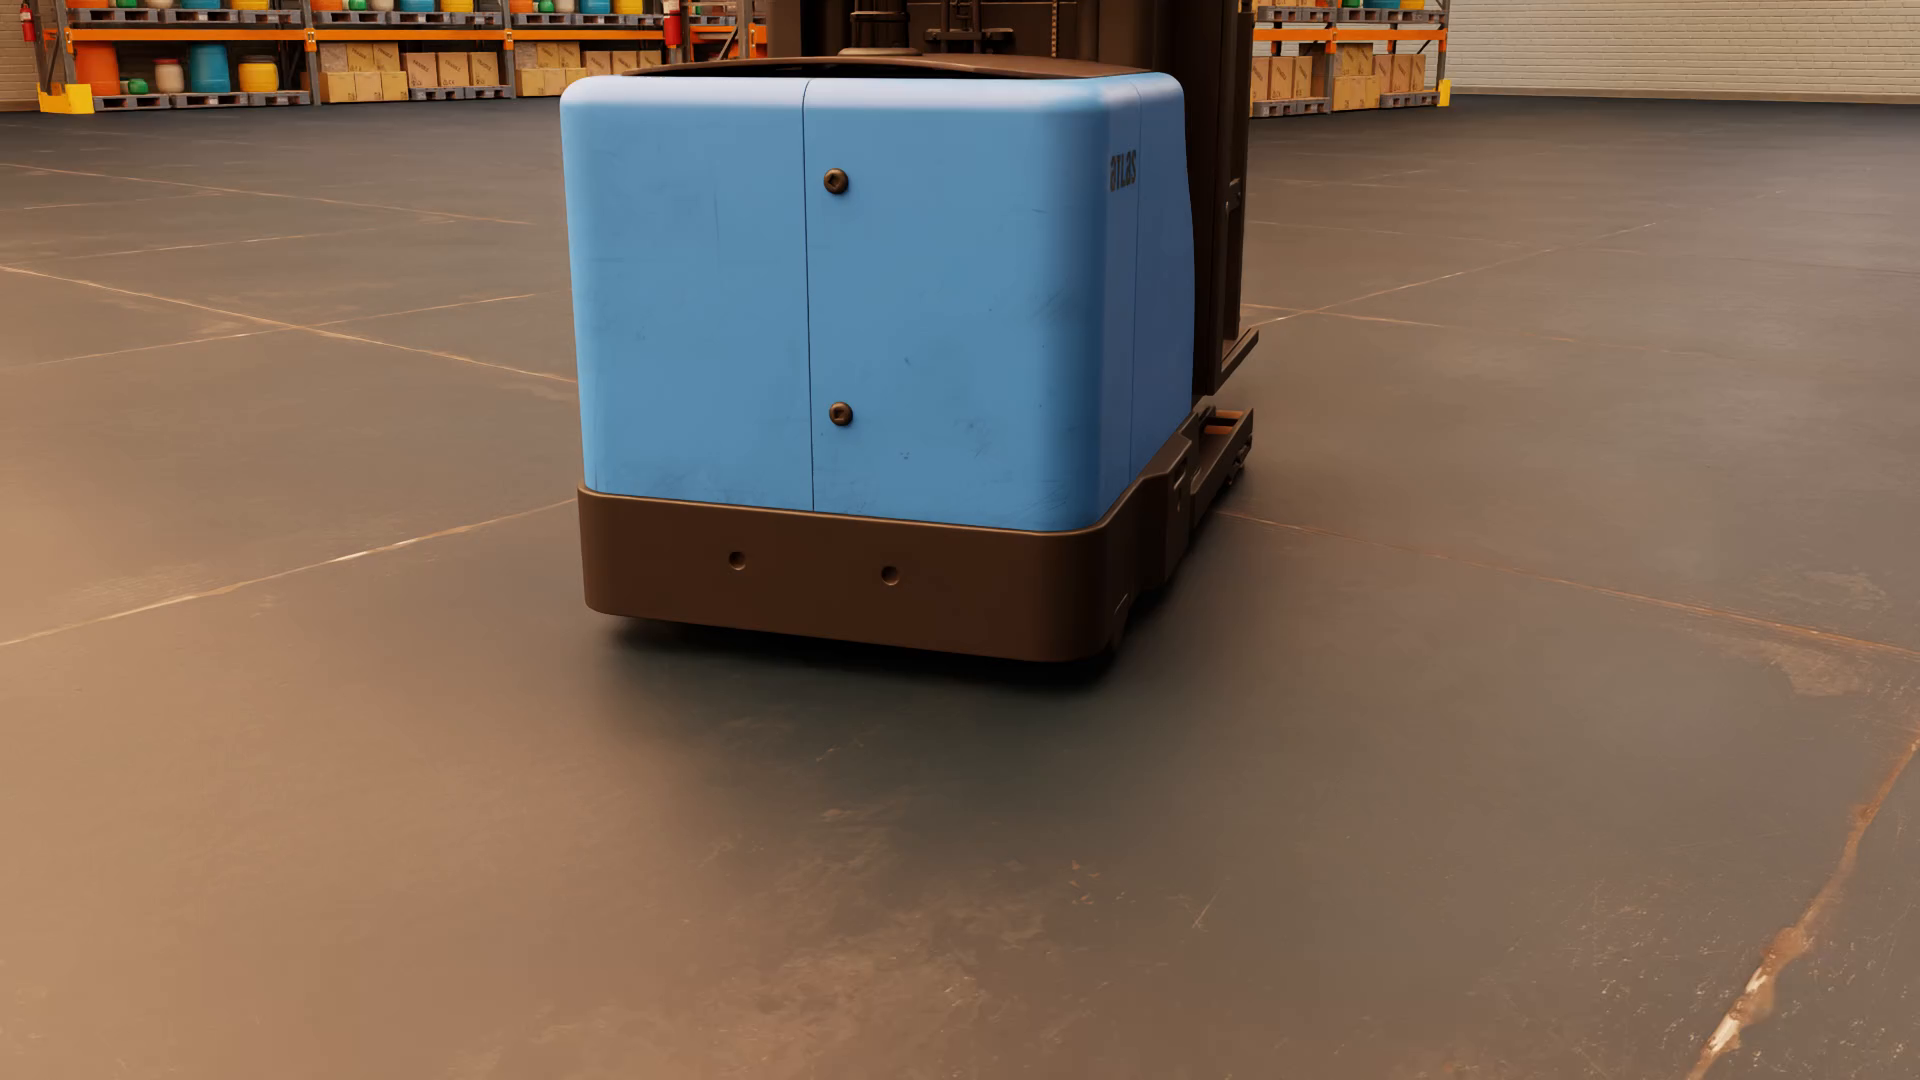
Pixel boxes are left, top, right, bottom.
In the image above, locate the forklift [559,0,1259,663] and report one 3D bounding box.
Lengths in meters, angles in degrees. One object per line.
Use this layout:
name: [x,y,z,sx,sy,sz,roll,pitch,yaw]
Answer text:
forklift: [0.182,-1.571,4.072,1.130,2.935,3.031,5,18,17]
